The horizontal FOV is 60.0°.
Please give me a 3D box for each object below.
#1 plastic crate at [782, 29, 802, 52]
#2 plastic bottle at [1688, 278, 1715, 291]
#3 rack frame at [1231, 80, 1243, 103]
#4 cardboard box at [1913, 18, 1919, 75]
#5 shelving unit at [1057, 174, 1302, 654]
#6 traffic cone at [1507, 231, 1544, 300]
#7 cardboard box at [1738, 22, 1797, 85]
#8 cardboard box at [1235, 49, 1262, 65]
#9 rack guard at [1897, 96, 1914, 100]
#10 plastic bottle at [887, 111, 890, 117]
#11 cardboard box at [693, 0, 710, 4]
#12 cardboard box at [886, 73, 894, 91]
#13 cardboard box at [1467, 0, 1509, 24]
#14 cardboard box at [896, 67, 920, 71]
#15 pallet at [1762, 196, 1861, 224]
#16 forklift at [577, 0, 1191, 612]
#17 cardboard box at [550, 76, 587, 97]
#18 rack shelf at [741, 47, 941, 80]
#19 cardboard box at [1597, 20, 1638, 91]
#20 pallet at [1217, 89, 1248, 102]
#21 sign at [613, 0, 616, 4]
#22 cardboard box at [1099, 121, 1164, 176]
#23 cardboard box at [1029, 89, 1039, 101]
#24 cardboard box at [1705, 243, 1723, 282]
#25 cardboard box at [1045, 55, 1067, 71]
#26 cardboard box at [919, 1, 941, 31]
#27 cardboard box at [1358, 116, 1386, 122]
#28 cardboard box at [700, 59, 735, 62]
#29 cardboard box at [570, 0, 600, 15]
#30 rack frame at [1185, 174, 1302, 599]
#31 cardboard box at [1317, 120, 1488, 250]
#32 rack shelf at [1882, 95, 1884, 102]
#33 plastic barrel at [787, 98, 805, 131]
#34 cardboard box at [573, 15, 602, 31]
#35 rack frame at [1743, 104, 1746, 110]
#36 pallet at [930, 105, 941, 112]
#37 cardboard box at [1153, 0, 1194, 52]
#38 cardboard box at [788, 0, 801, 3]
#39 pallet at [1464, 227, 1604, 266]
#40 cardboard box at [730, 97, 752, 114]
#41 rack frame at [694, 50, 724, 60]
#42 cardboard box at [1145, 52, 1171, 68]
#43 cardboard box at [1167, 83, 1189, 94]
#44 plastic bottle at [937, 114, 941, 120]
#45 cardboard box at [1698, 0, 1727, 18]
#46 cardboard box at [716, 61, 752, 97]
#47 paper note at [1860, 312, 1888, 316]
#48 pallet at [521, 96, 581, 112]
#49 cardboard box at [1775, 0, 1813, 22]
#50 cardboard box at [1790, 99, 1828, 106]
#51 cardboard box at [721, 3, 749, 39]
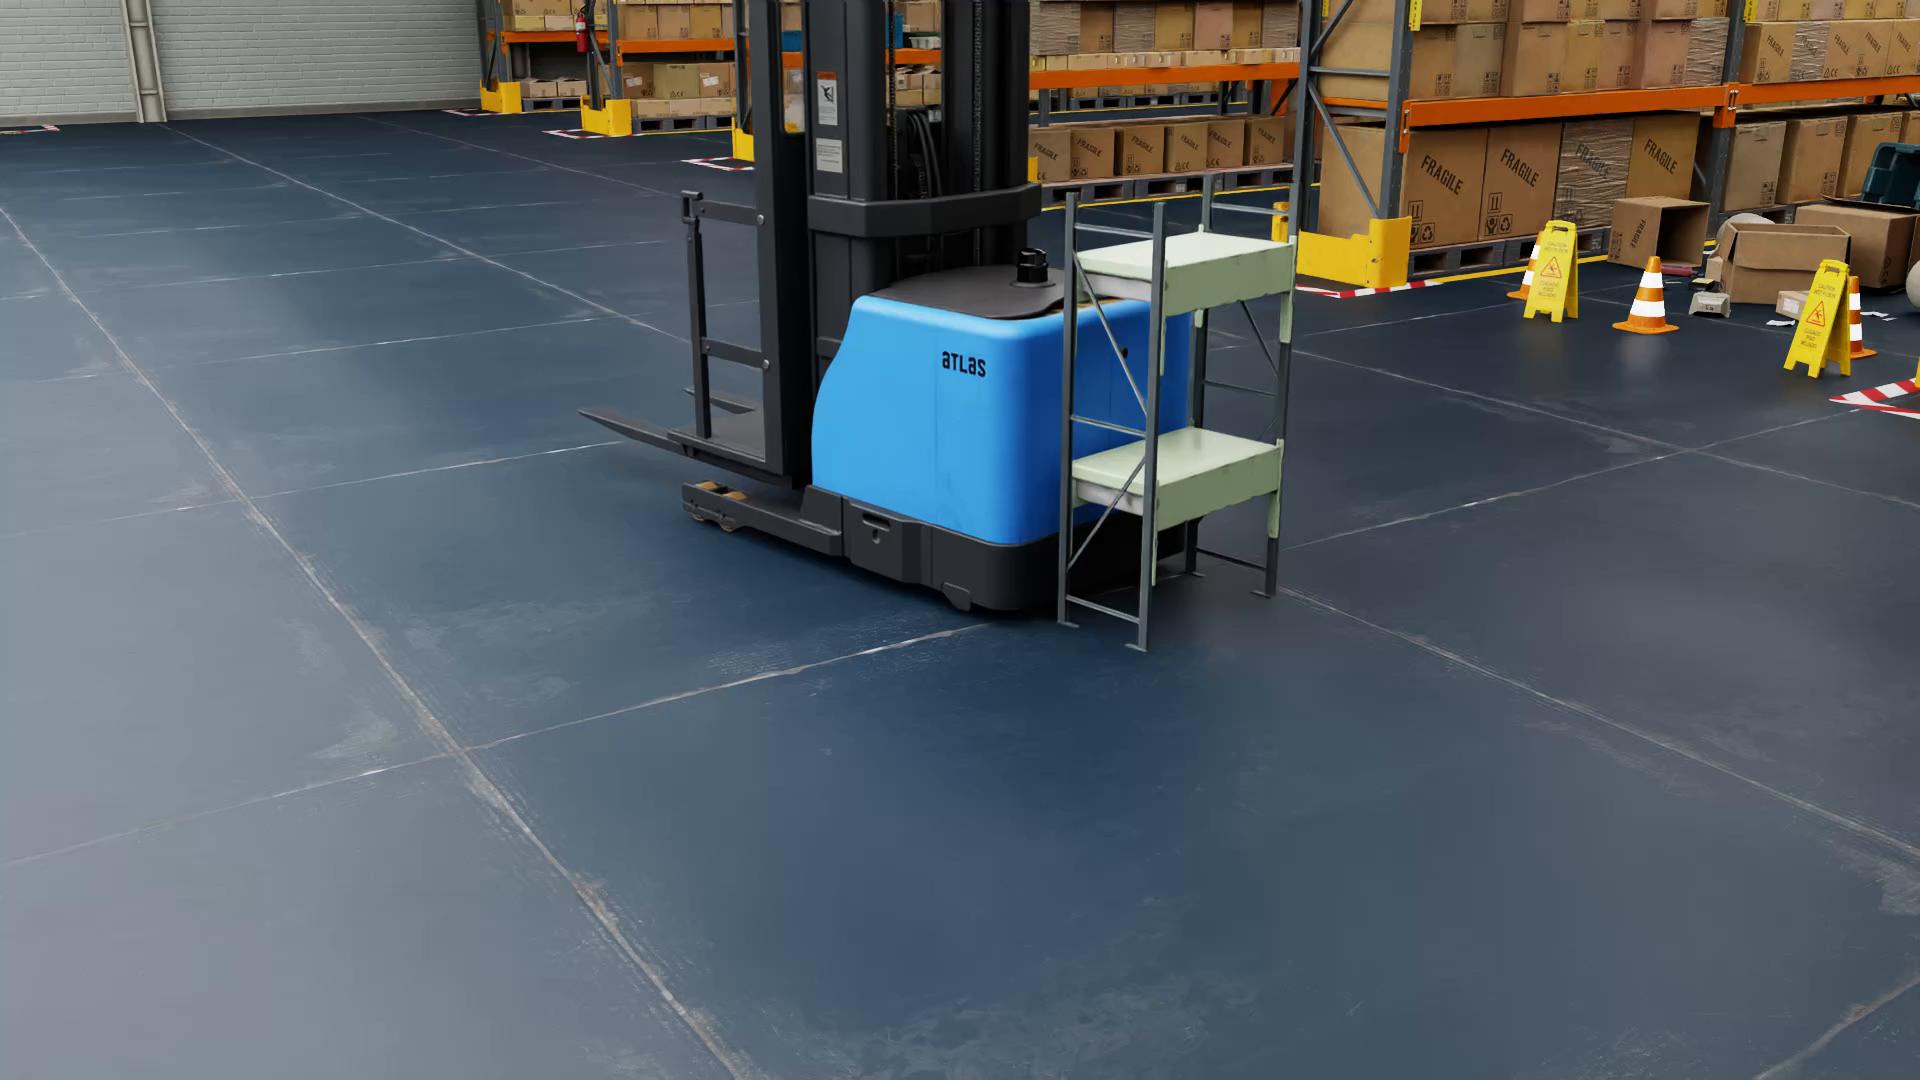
[{"bbox_3d":[-2.216,-6.214,20.674,0.616,0.251,0.499,-12,22,-31],"label":"plastic crate"},{"bbox_3d":[5.454,-1.880,12.210,0.133,0.061,0.283,13,23,34],"label":"plastic bottle"},{"bbox_3d":[4.832,-9.555,30.326,0.127,3.000,1.000,-12,22,-31],"label":"rack frame"},{"bbox_3d":[8.934,-4.665,15.703,0.500,0.500,0.500,-12,22,-31],"label":"cardboard box"},{"bbox_3d":[0.752,-0.457,5.755,0.755,1.500,0.431,-18,26,-42],"label":"shelving unit"},{"bbox_3d":[4.123,-1.959,11.816,0.334,0.463,0.336,-12,22,-31],"label":"traffic cone"},{"bbox_3d":[6.826,-4.219,14.386,0.500,0.500,0.500,-12,22,-31],"label":"cardboard box"},{"bbox_3d":[2.974,-5.117,17.590,0.250,0.149,0.380,-12,22,-31],"label":"cardboard box"},{"bbox_3d":[13.637,-6.430,24.983,0.348,0.500,1.175,-12,22,-31],"label":"rack guard"},{"bbox_3d":[-0.951,-5.512,21.932,0.135,0.276,0.152,-12,22,-31],"label":"plastic bottle"},{"bbox_3d":[-3.883,-7.990,24.527,0.250,0.149,0.380,-13,23,-33],"label":"cardboard box"},{"bbox_3d":[-1.368,-7.315,26.459,0.500,0.311,0.500,-12,22,-31],"label":"cardboard box"},{"bbox_3d":[3.638,-4.206,12.582,0.550,0.550,0.875,-12,22,-31],"label":"cardboard box"},{"bbox_3d":[-0.820,-7.637,27.413,0.500,0.311,0.500,-12,22,-32],"label":"cardboard box"},{"bbox_3d":[7.862,-3.203,15.889,1.213,0.211,1.003,-12,22,-31],"label":"pallet"},{"bbox_3d":[-0.519,-1.523,6.673,1.130,2.935,3.031,-17,25,-41],"label":"forklift"},{"bbox_3d":[-6.815,-7.899,28.937,0.500,0.311,0.500,-10,21,-27],"label":"cardboard box"},{"bbox_3d":[-0.799,-6.128,21.310,4.000,0.370,1.077,-12,22,-31],"label":"rack shelf"},{"bbox_3d":[4.975,-3.988,13.623,0.550,0.550,0.875,-12,22,-31],"label":"cardboard box"},{"bbox_3d":[5.406,-8.355,31.129,1.213,0.211,1.003,-12,22,-31],"label":"pallet"},{"bbox_3d":[-4.890,-7.740,23.480,0.005,0.325,0.100,-12,22,-31],"label":"sign"},{"bbox_3d":[1.799,-4.131,17.529,0.500,0.500,0.500,-10,21,-26],"label":"cardboard box"},{"bbox_3d":[1.186,-7.589,28.148,0.500,0.250,0.500,-11,22,-30],"label":"cardboard box"},{"bbox_3d":[5.816,-2.061,12.426,0.258,0.266,0.396,-8,20,-22],"label":"cardboard box"},{"bbox_3d":[0.843,-4.698,16.349,0.250,0.149,0.380,-12,22,-31],"label":"cardboard box"},{"bbox_3d":[-0.341,-8.506,27.064,0.500,0.500,0.500,-12,22,-31],"label":"cardboard box"},{"bbox_3d":[4.529,-4.702,19.184,0.500,0.500,0.700,-12,22,-32],"label":"cardboard box"},{"bbox_3d":[-3.661,-7.135,25.633,0.500,0.500,0.500,-12,22,-31],"label":"cardboard box"},{"bbox_3d":[-6.501,-9.237,28.416,0.500,0.500,0.500,-13,22,-33],"label":"cardboard box"},{"bbox_3d":[1.011,-0.540,6.000,0.023,1.500,0.400,-18,26,-42],"label":"rack frame"},{"bbox_3d":[3.428,-2.776,12.936,0.875,0.875,0.875,-12,22,-31],"label":"cardboard box"},{"bbox_3d":[11.250,-4.868,17.582,4.000,0.370,1.077,-12,22,-31],"label":"rack shelf"},{"bbox_3d":[-1.962,-5.273,20.887,0.421,0.512,0.421,0,19,0],"label":"plastic barrel"},{"bbox_3d":[-6.481,-8.889,28.557,0.500,0.250,0.500,-12,22,-32],"label":"cardboard box"},{"bbox_3d":[10.277,-6.905,22.486,0.127,3.000,1.000,-12,22,-31],"label":"rack frame"},{"bbox_3d":[-0.236,-7.182,27.658,1.213,0.211,1.003,-12,22,-31],"label":"pallet"},{"bbox_3d":[1.946,-5.351,17.268,0.500,0.500,0.875,-12,22,-31],"label":"cardboard box"},{"bbox_3d":[-2.603,-8.259,25.323,0.250,0.149,0.380,-12,22,-32],"label":"cardboard box"},{"bbox_3d":[4.541,-2.501,13.814,1.213,0.211,1.003,-12,22,-31],"label":"pallet"},{"bbox_3d":[-3.367,-6.637,25.330,0.500,0.250,0.500,-12,22,-31],"label":"cardboard box"},{"bbox_3d":[-4.577,-9.471,30.075,0.127,3.000,1.000,-12,22,-31],"label":"rack frame"},{"bbox_3d":[1.930,-4.897,16.939,0.250,0.149,0.380,-12,22,-31],"label":"cardboard box"},{"bbox_3d":[3.740,-8.243,29.660,0.500,0.500,0.500,-12,22,-31],"label":"cardboard box"},{"bbox_3d":[-0.245,-5.382,21.553,0.097,0.271,0.097,0,19,0],"label":"plastic bottle"},{"bbox_3d":[5.912,-4.678,13.979,0.550,0.550,0.875,-12,22,-31],"label":"cardboard box"},{"bbox_3d":[-3.366,-6.992,25.209,0.500,0.500,0.500,-12,22,-31],"label":"cardboard box"},{"bbox_3d":[6.192,-1.537,11.262,0.142,0.019,0.148,-4,19,-13],"label":"paper note"},{"bbox_3d":[-7.157,-7.592,28.872,1.213,0.211,1.003,-12,22,-31],"label":"pallet"},{"bbox_3d":[7.079,-4.853,14.698,0.500,0.500,0.700,-12,22,-32],"label":"cardboard box"},{"bbox_3d":[11.624,-6.351,23.509,0.875,0.875,0.875,-12,22,-31],"label":"cardboard box"},{"bbox_3d":[-3.502,-7.841,25.099,0.500,0.500,0.700,-11,22,-30],"label":"cardboard box"}]
